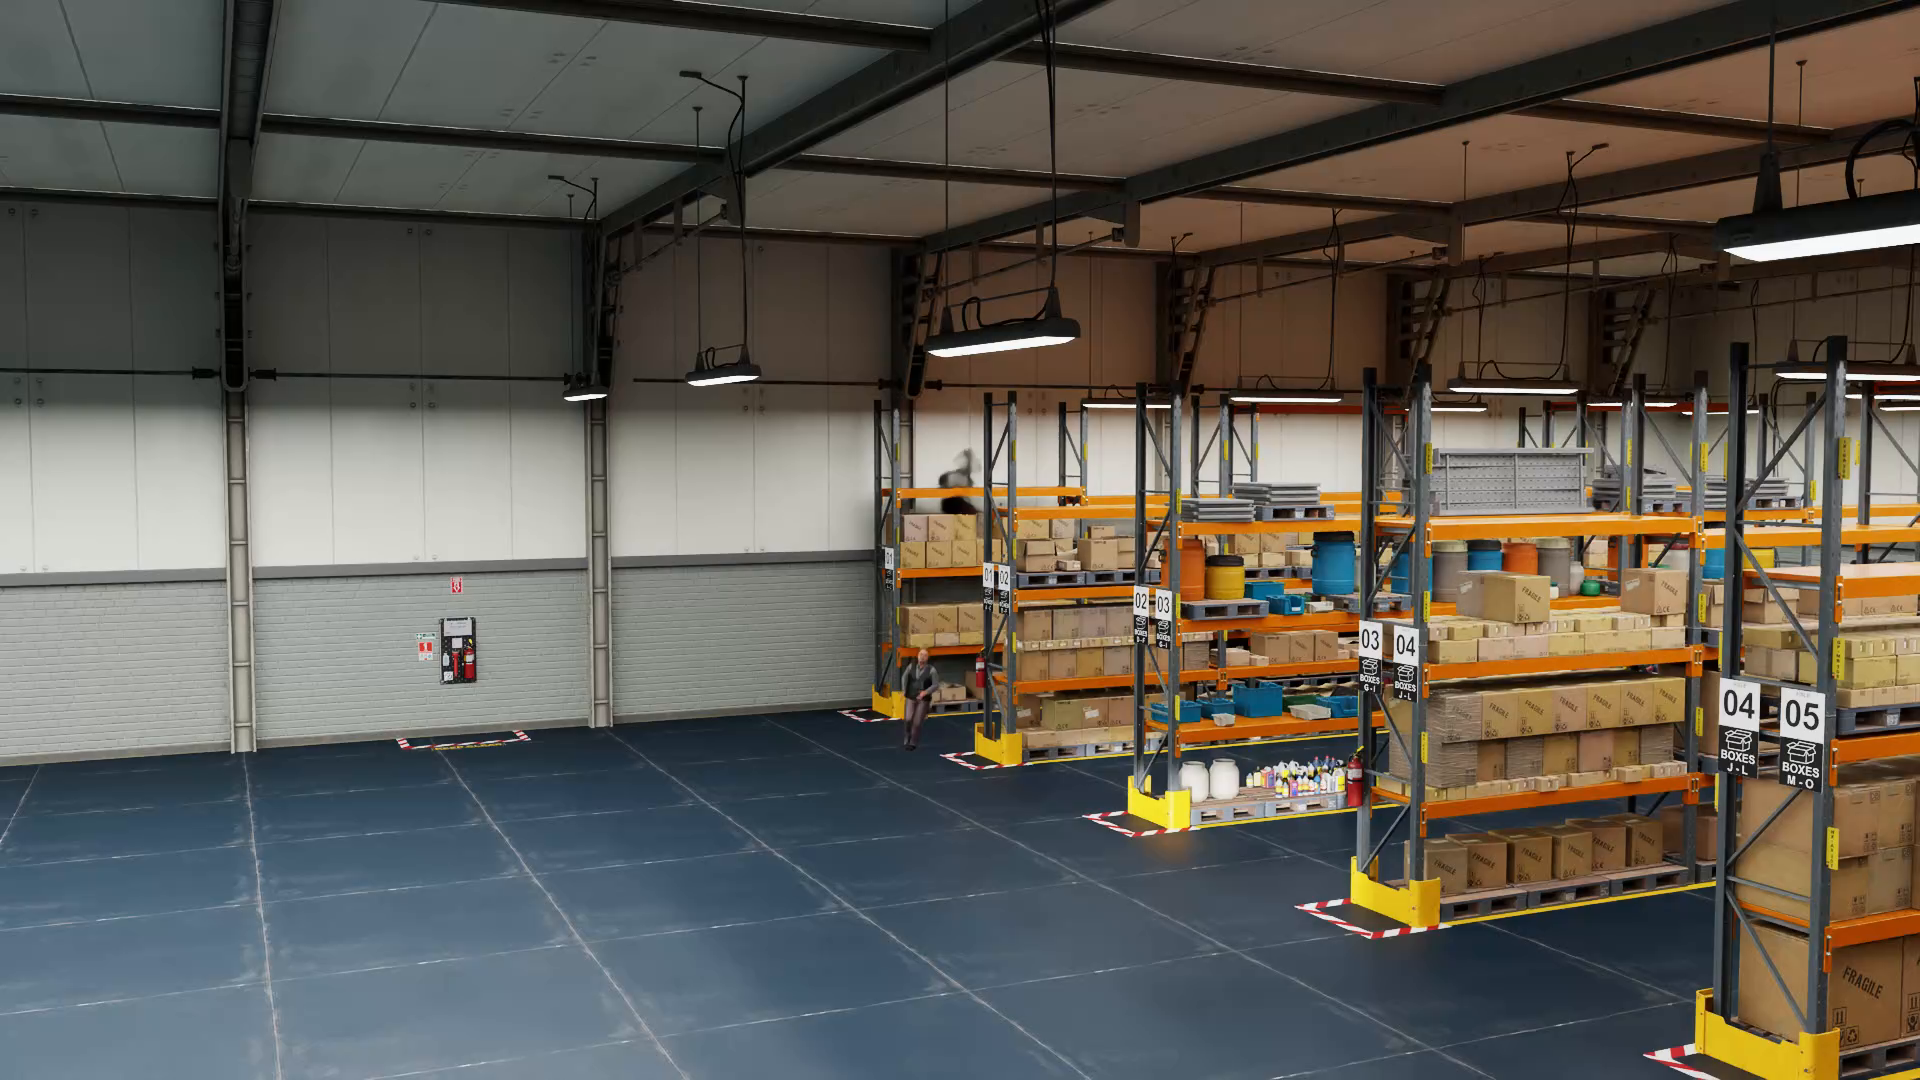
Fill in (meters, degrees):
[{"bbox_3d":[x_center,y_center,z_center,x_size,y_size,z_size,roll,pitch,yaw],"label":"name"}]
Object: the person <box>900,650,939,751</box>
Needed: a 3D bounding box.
[{"bbox_3d":[-0.670,2.620,27.096,0.652,1.662,0.565,1,3,9],"label":"person"}]
